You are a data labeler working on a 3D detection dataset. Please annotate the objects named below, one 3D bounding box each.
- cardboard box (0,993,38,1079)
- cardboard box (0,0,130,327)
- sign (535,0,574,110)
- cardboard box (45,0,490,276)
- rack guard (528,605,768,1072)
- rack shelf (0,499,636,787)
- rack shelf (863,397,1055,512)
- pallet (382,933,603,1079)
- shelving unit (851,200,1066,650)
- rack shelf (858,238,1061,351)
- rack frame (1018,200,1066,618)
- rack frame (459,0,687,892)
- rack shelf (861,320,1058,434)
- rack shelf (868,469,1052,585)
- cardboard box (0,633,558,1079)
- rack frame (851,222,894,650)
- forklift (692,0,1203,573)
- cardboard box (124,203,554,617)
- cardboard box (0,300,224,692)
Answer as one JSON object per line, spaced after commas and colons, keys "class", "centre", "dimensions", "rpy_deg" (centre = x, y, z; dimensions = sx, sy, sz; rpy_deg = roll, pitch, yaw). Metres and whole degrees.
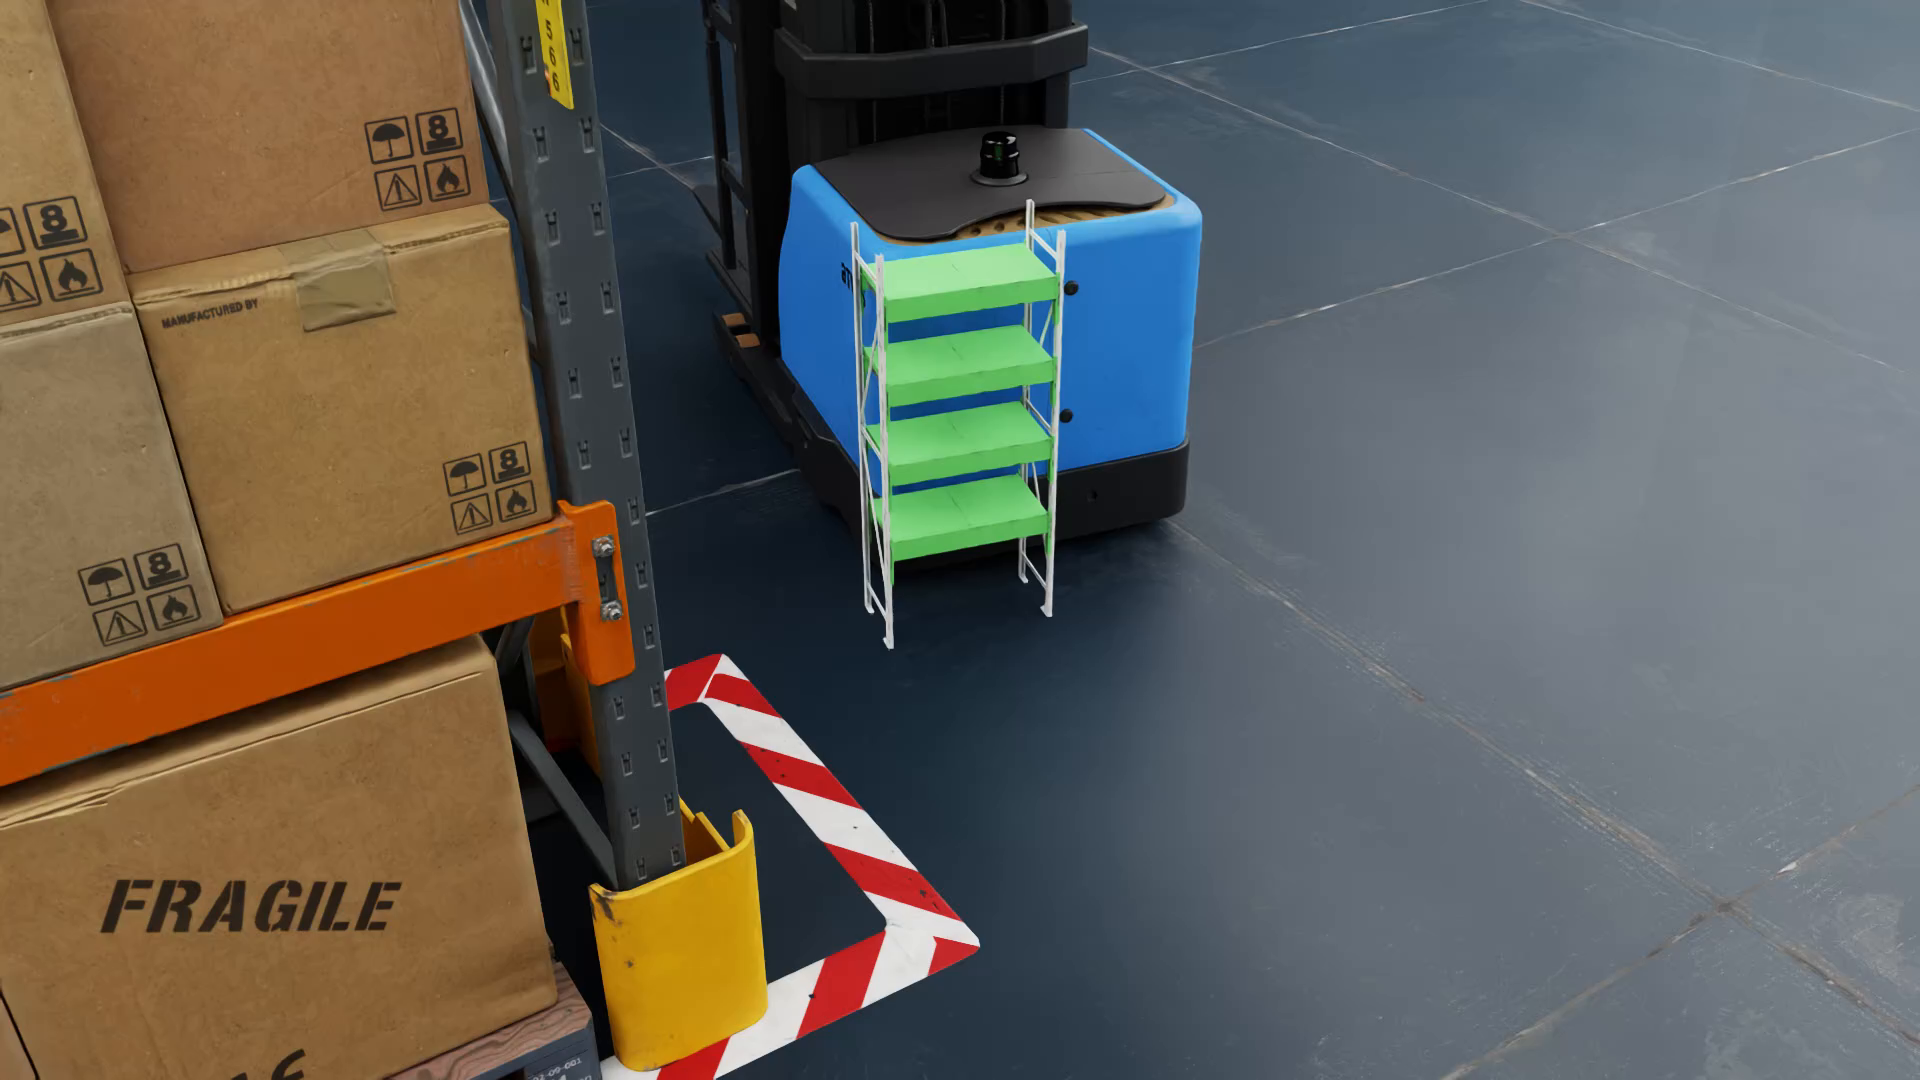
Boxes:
{"class": "cardboard box", "centre": [-2.148, 0.756, 2.837], "dimensions": [0.875, 0.875, 0.875], "rpy_deg": [-20, 37, -28]}
{"class": "cardboard box", "centre": [-1.621, -0.675, 2.357], "dimensions": [0.550, 0.550, 0.875], "rpy_deg": [-19, 37, -27]}
{"class": "sign", "centre": [-0.593, -0.788, 2.381], "dimensions": [0.005, 0.325, 0.100], "rpy_deg": [-19, 37, -27]}
{"class": "cardboard box", "centre": [-1.209, -0.876, 2.674], "dimensions": [0.550, 0.550, 0.875], "rpy_deg": [-19, 37, -27]}
{"class": "rack guard", "centre": [-0.856, 0.605, 3.823], "dimensions": [0.348, 0.500, 1.175], "rpy_deg": [-19, 37, -27]}
{"class": "rack shelf", "centre": [-2.557, 0.437, 2.420], "dimensions": [4.000, 0.370, 1.077], "rpy_deg": [-19, 37, -27]}
{"class": "rack shelf", "centre": [-0.006, -0.244, 4.631], "dimensions": [0.480, 0.148, 0.258], "rpy_deg": [-11, 34, -16]}
{"class": "pallet", "centre": [-1.505, 1.000, 3.467], "dimensions": [1.213, 0.211, 1.003], "rpy_deg": [-19, 37, -27]}
{"class": "shelving unit", "centre": [-0.006, -0.298, 4.597], "dimensions": [0.503, 1.200, 0.258], "rpy_deg": [-11, 34, -16]}
{"class": "rack shelf", "centre": [-0.006, -0.650, 4.375], "dimensions": [0.480, 0.148, 0.258], "rpy_deg": [-11, 34, -16]}
{"class": "rack frame", "centre": [0.224, -0.341, 4.666], "dimensions": [0.015, 1.200, 0.240], "rpy_deg": [-11, 34, -16]}
{"class": "rack frame", "centre": [-0.876, -0.446, 3.145], "dimensions": [0.127, 3.000, 1.000], "rpy_deg": [-19, 37, -27]}
{"class": "rack shelf", "centre": [-0.006, -0.447, 4.503], "dimensions": [0.480, 0.148, 0.258], "rpy_deg": [-11, 34, -16]}
{"class": "rack shelf", "centre": [-0.006, -0.041, 4.759], "dimensions": [0.480, 0.148, 0.258], "rpy_deg": [-11, 34, -16]}
{"class": "cardboard box", "centre": [-1.410, 0.501, 3.242], "dimensions": [0.875, 0.875, 0.875], "rpy_deg": [-19, 37, -27]}
{"class": "rack frame", "centre": [-0.236, -0.254, 4.529], "dimensions": [0.015, 1.200, 0.240], "rpy_deg": [-11, 34, -16]}
{"class": "forklift", "centre": [-0.297, -1.917, 5.542], "dimensions": [1.130, 2.935, 3.031], "rpy_deg": [-12, 34, -18]}
{"class": "cardboard box", "centre": [-1.163, -0.381, 2.902], "dimensions": [0.550, 0.550, 0.875], "rpy_deg": [-19, 37, -27]}
{"class": "cardboard box", "centre": [-1.614, -0.213, 2.635], "dimensions": [0.550, 0.550, 0.875], "rpy_deg": [-19, 37, -27]}
